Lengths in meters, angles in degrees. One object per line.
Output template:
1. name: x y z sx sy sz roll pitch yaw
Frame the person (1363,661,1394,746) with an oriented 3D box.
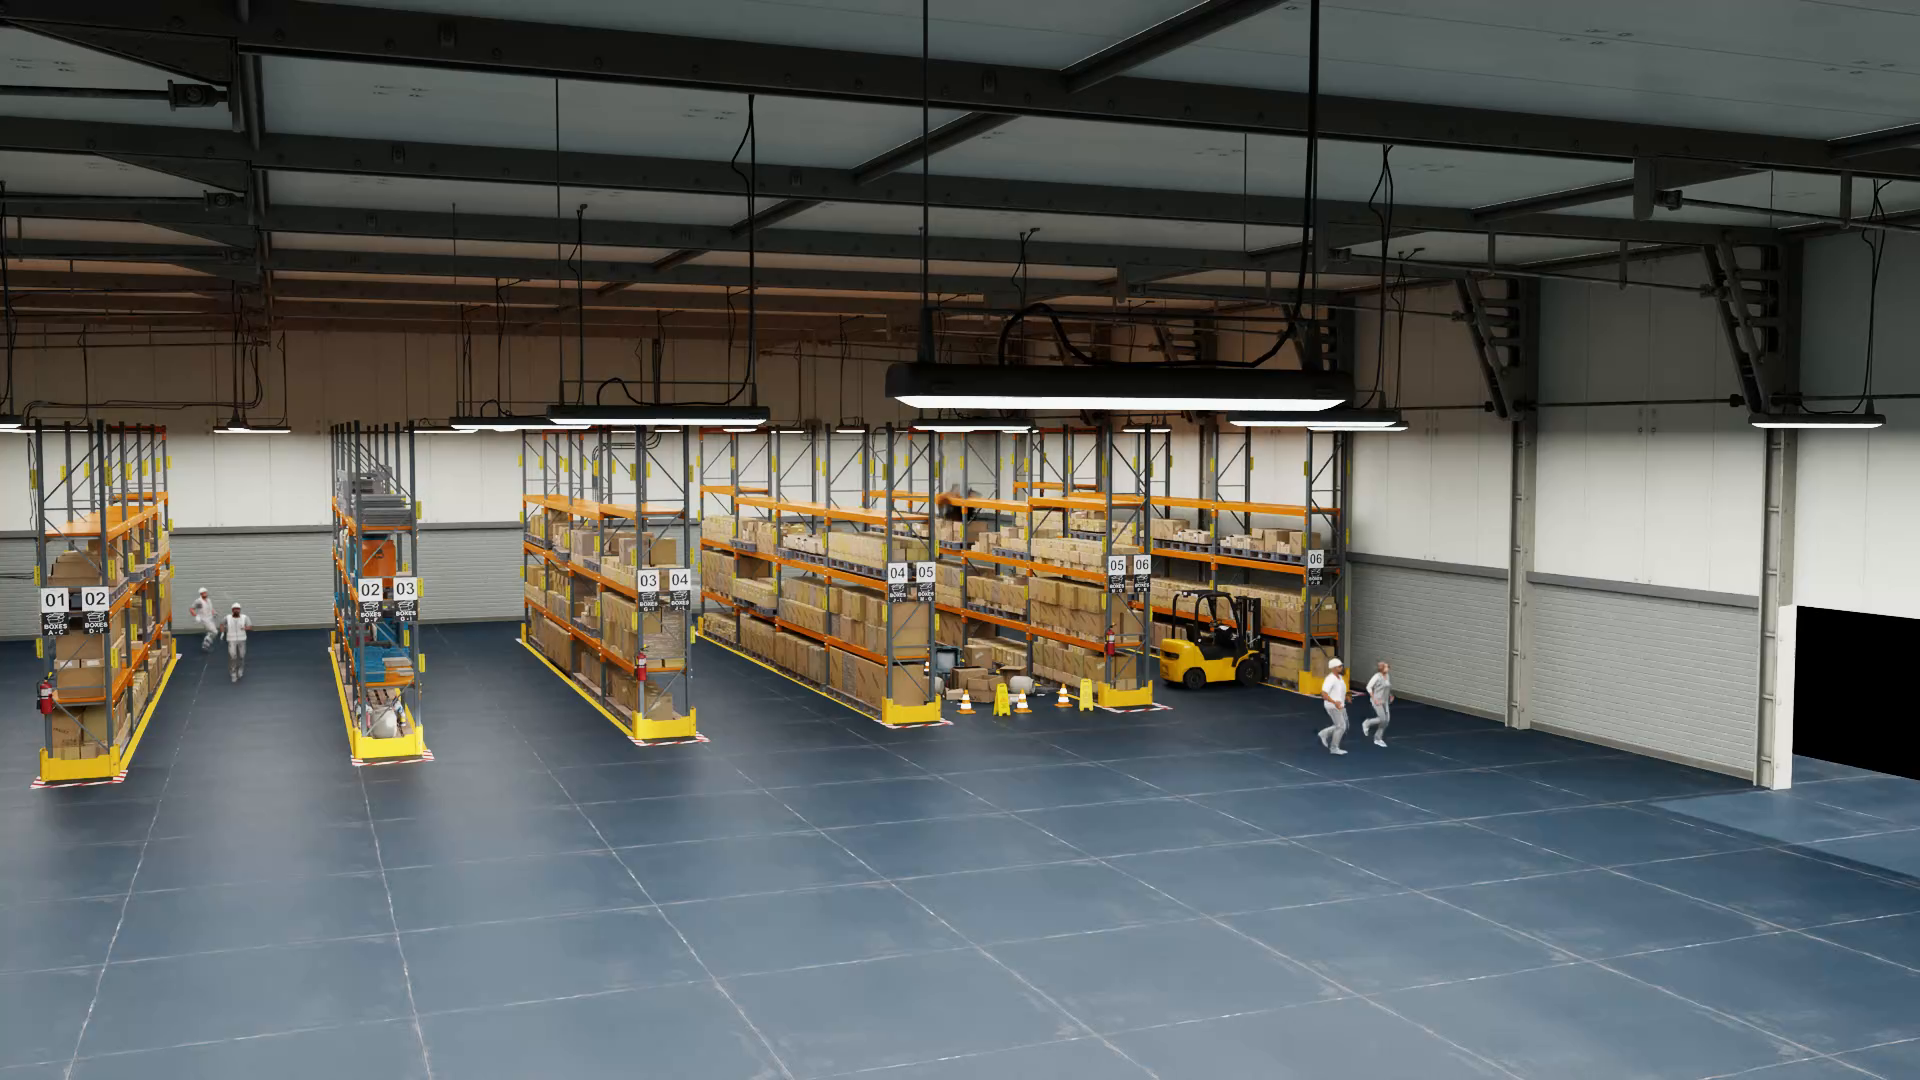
1. person: 7.767 3.024 30.909 0.543 1.563 0.536 -3 5 -41

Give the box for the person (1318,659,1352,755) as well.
1. person: 6.708 2.991 29.905 0.589 1.722 0.686 2 4 32

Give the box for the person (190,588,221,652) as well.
1. person: -19.856 2.109 43.832 0.597 1.721 0.720 0 4 7

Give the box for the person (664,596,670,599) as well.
1. person: -8.631 1.942 48.035 0.684 1.577 0.631 1 4 13

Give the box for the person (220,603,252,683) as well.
1. person: -16.940 2.395 38.933 0.670 1.845 0.804 -2 4 -31
